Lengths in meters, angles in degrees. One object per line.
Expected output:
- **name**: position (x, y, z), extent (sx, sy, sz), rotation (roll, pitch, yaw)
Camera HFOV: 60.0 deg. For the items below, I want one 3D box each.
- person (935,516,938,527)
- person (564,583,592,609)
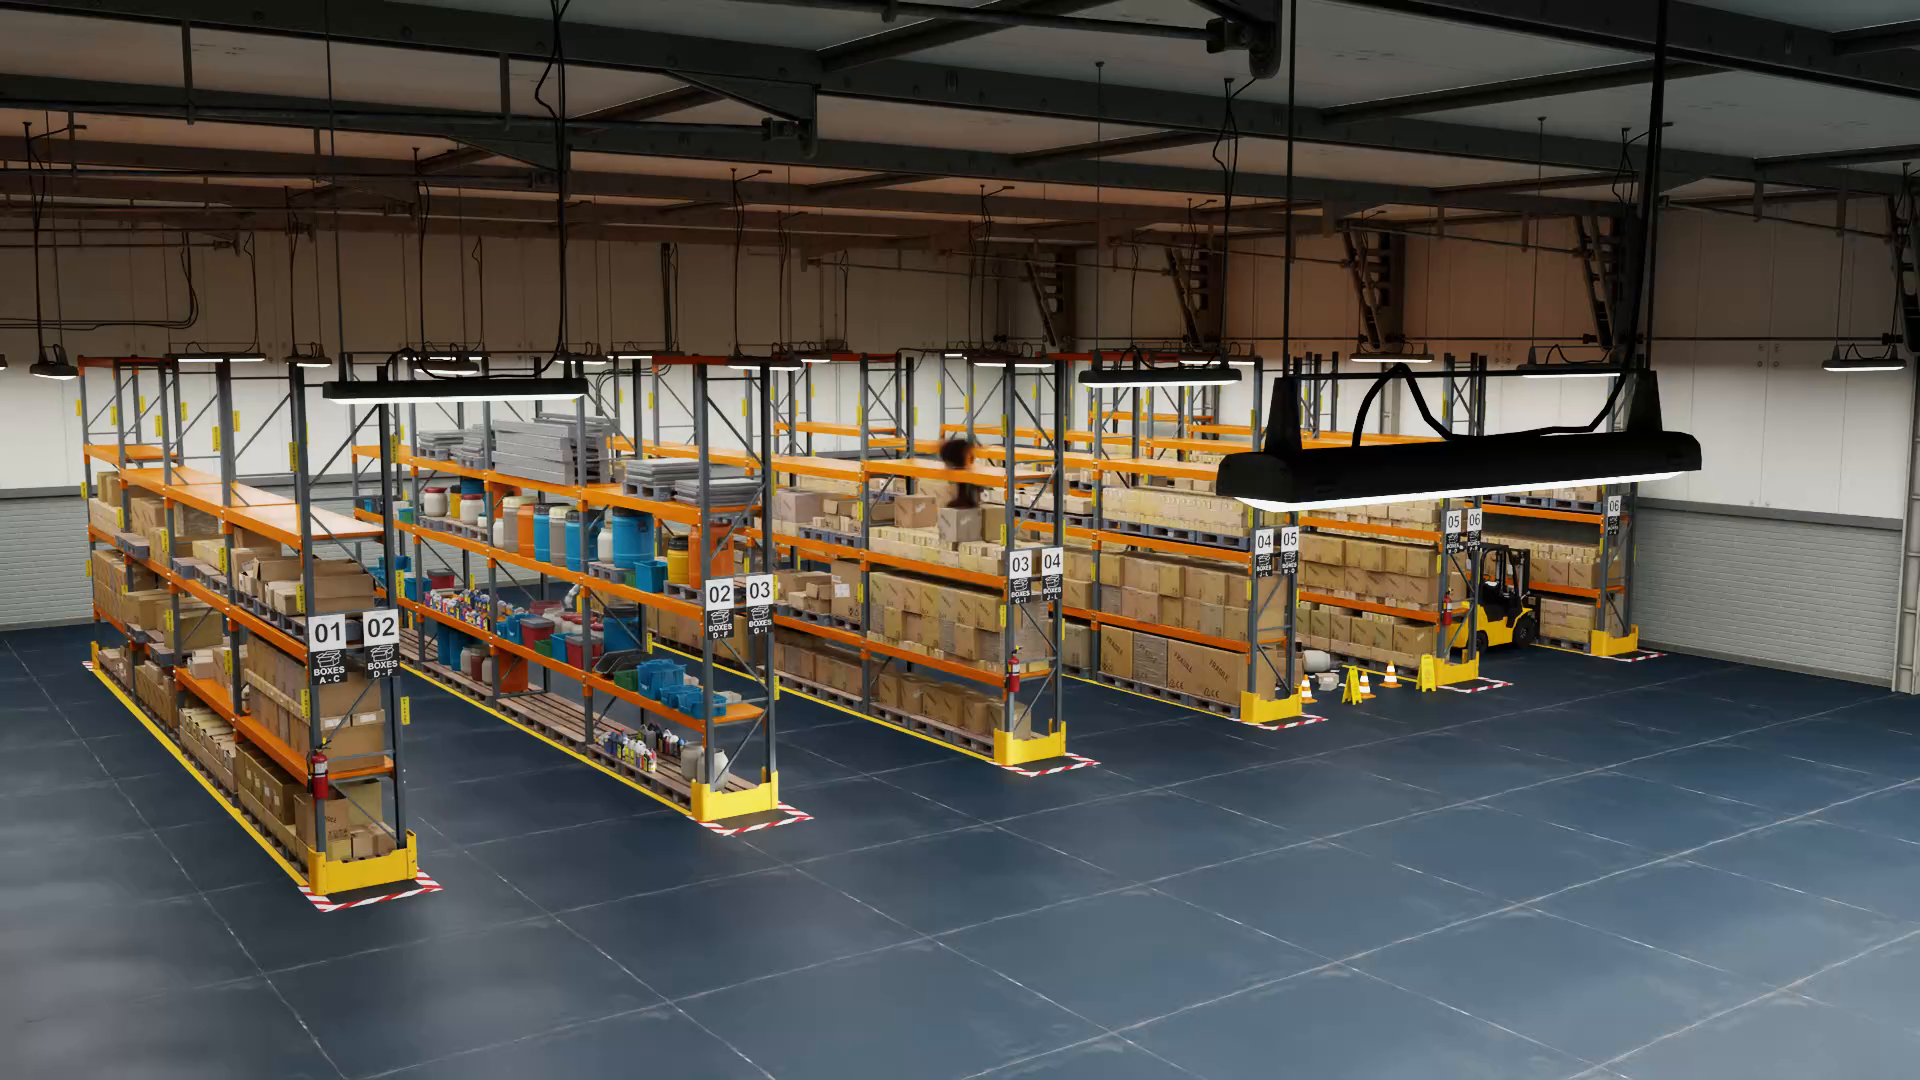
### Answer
- **person**: position (-0.649, 0.071, 44.696), extent (0.726, 1.692, 0.723), rotation (-3, 7, -22)
- **person**: position (-8.757, 0.700, 38.923), extent (0.996, 1.784, 0.694), rotation (1, 7, 8)
